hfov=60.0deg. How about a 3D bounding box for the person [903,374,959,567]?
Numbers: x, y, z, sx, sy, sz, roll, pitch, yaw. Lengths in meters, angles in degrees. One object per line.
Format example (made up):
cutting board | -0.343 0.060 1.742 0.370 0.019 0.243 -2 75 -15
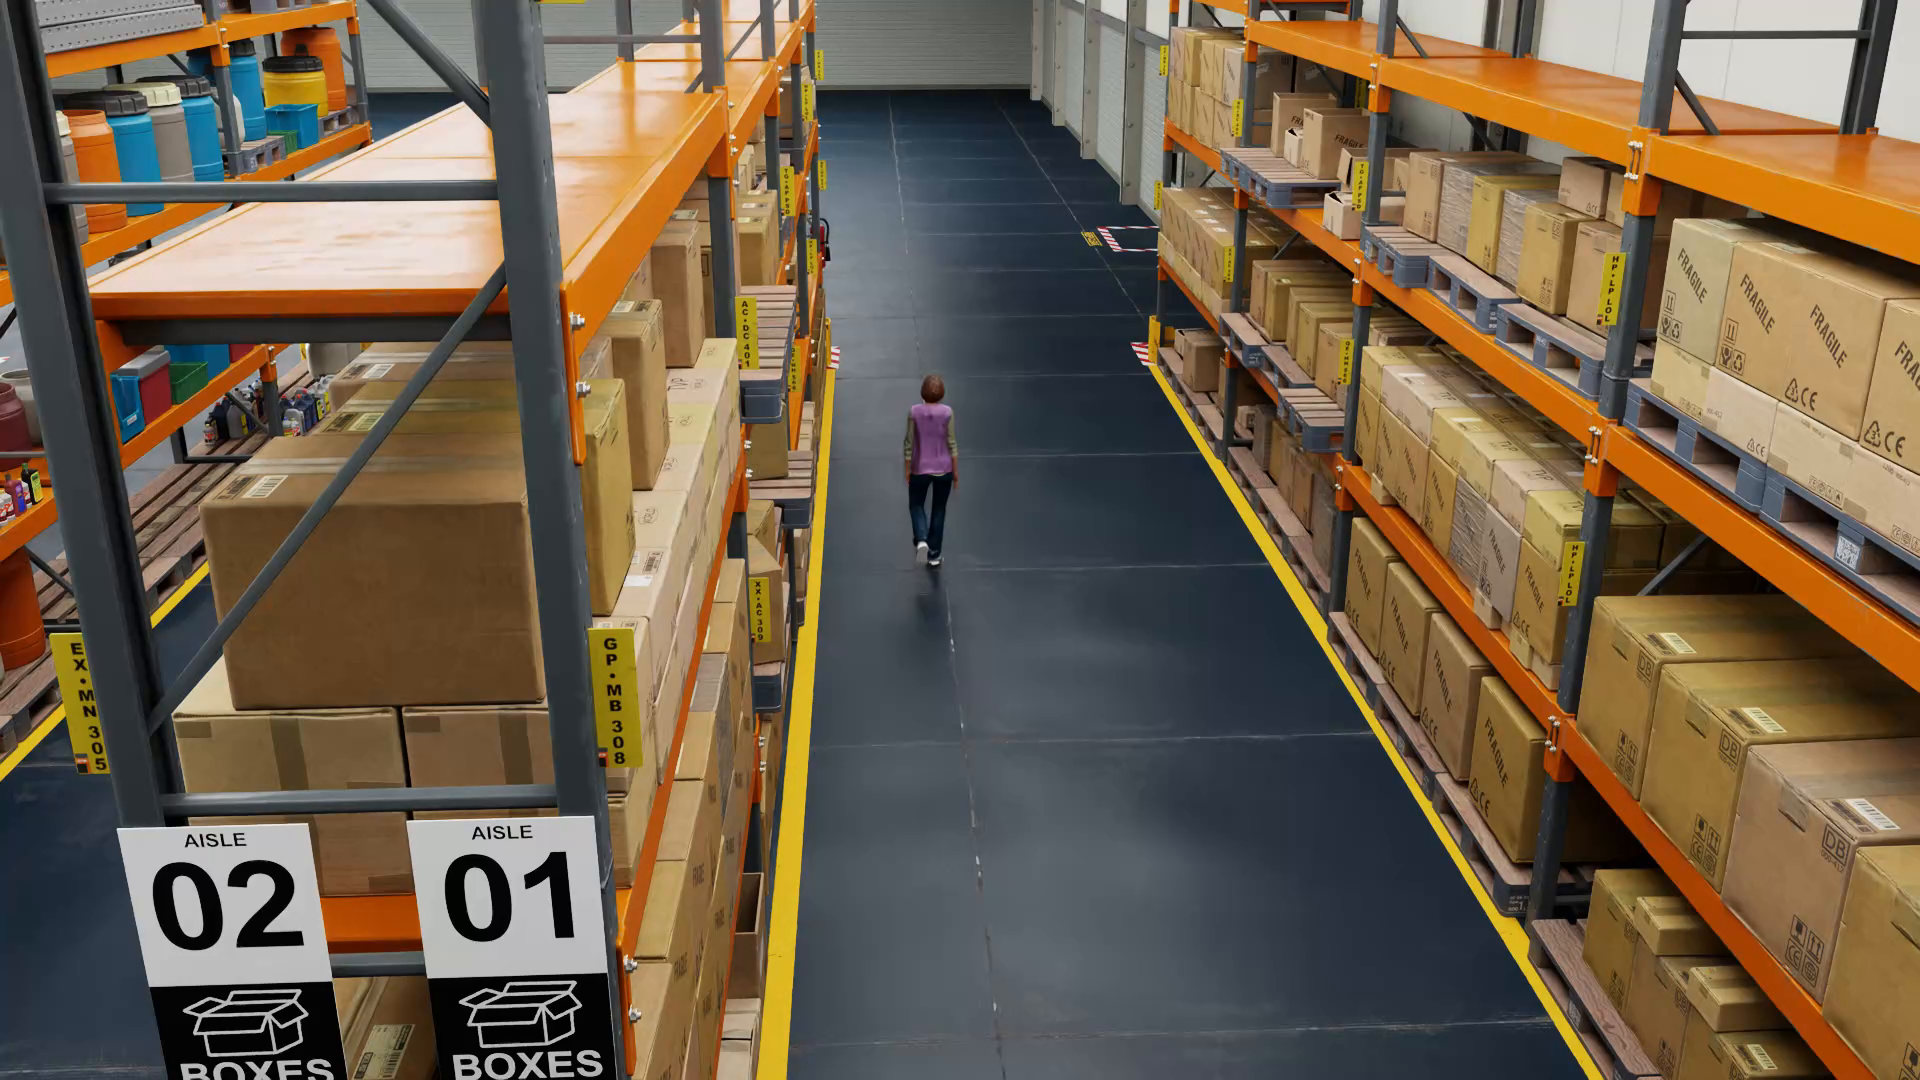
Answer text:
person | -0.230 -0.522 13.215 0.441 1.579 0.573 -1 21 -2
